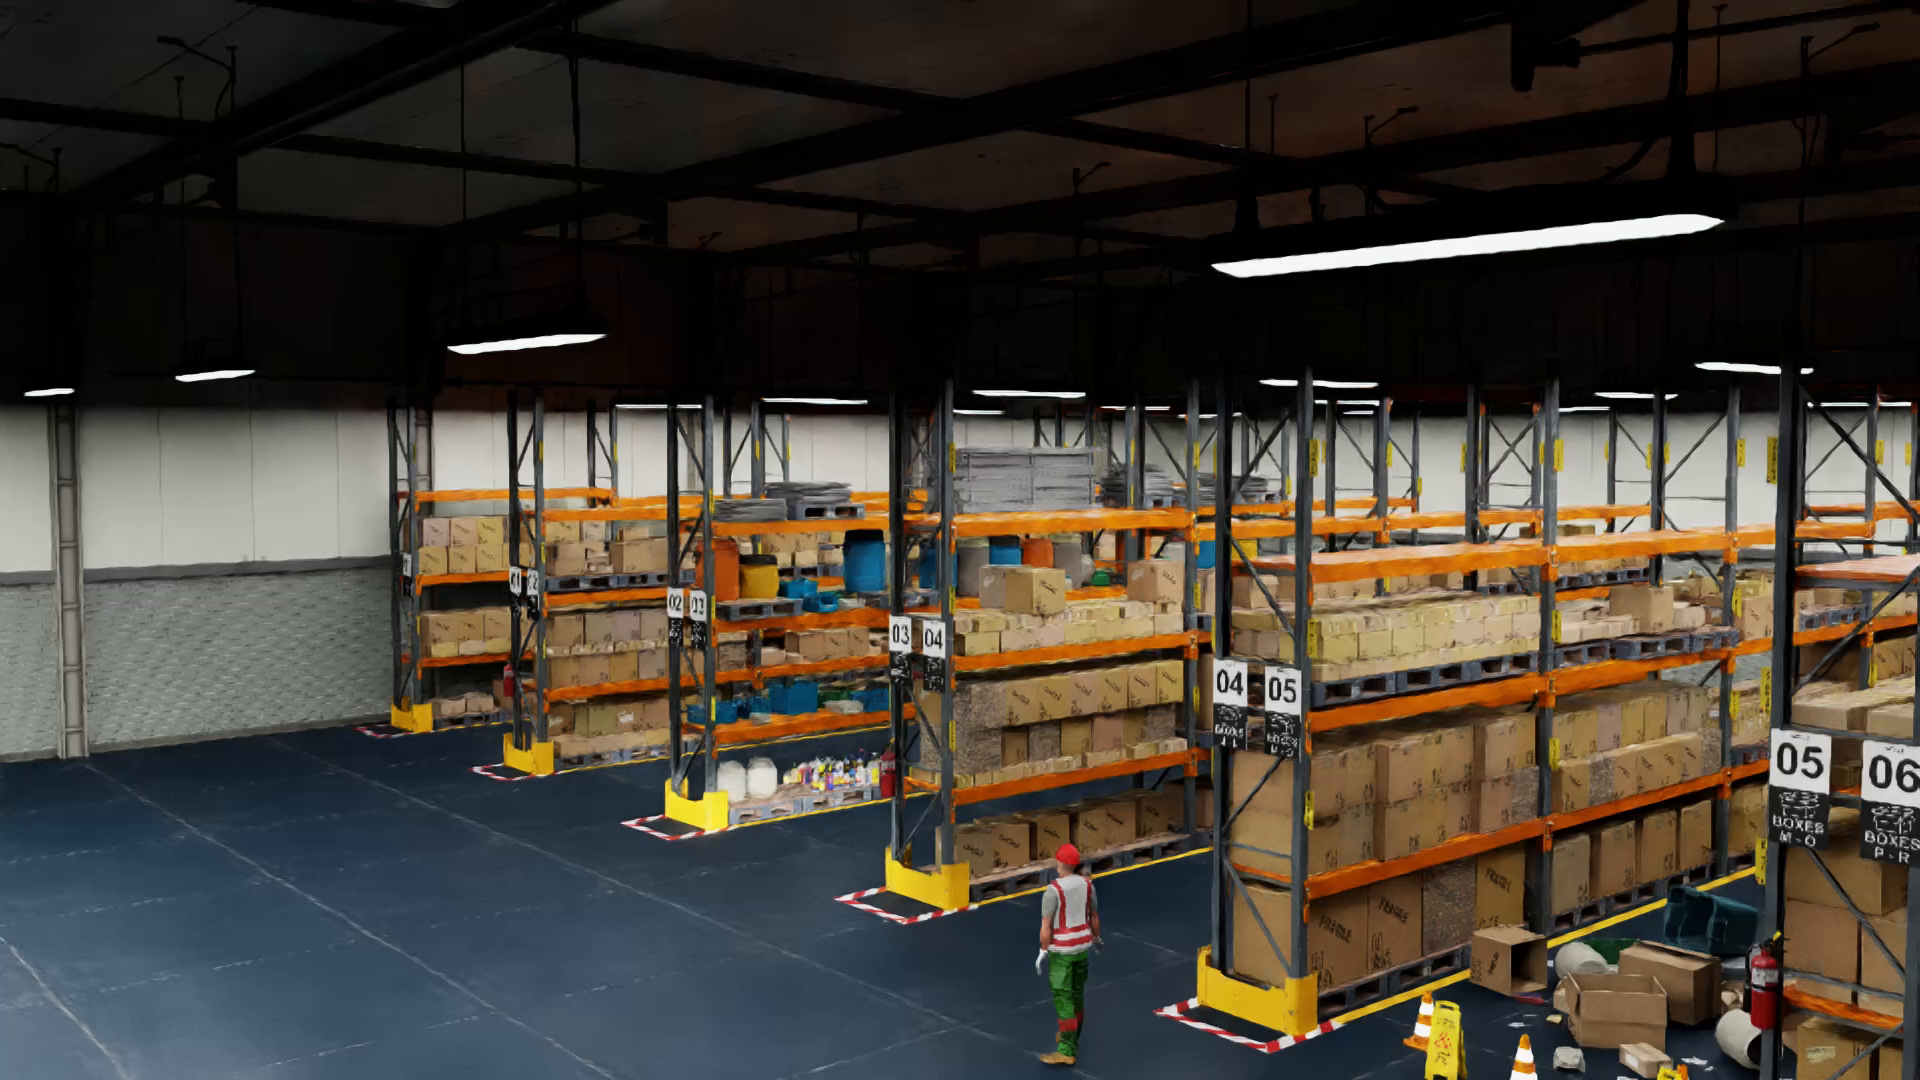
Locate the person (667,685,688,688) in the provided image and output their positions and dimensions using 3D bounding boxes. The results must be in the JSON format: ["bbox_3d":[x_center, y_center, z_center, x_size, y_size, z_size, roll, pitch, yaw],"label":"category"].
[{"bbox_3d":[-5.476,2.389,32.072,0.636,1.782,0.550,-1,3,-9],"label":"person"}]

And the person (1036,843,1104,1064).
[{"bbox_3d":[0.916,3.447,14.052,0.727,1.790,0.578,-2,4,-36],"label":"person"}]
